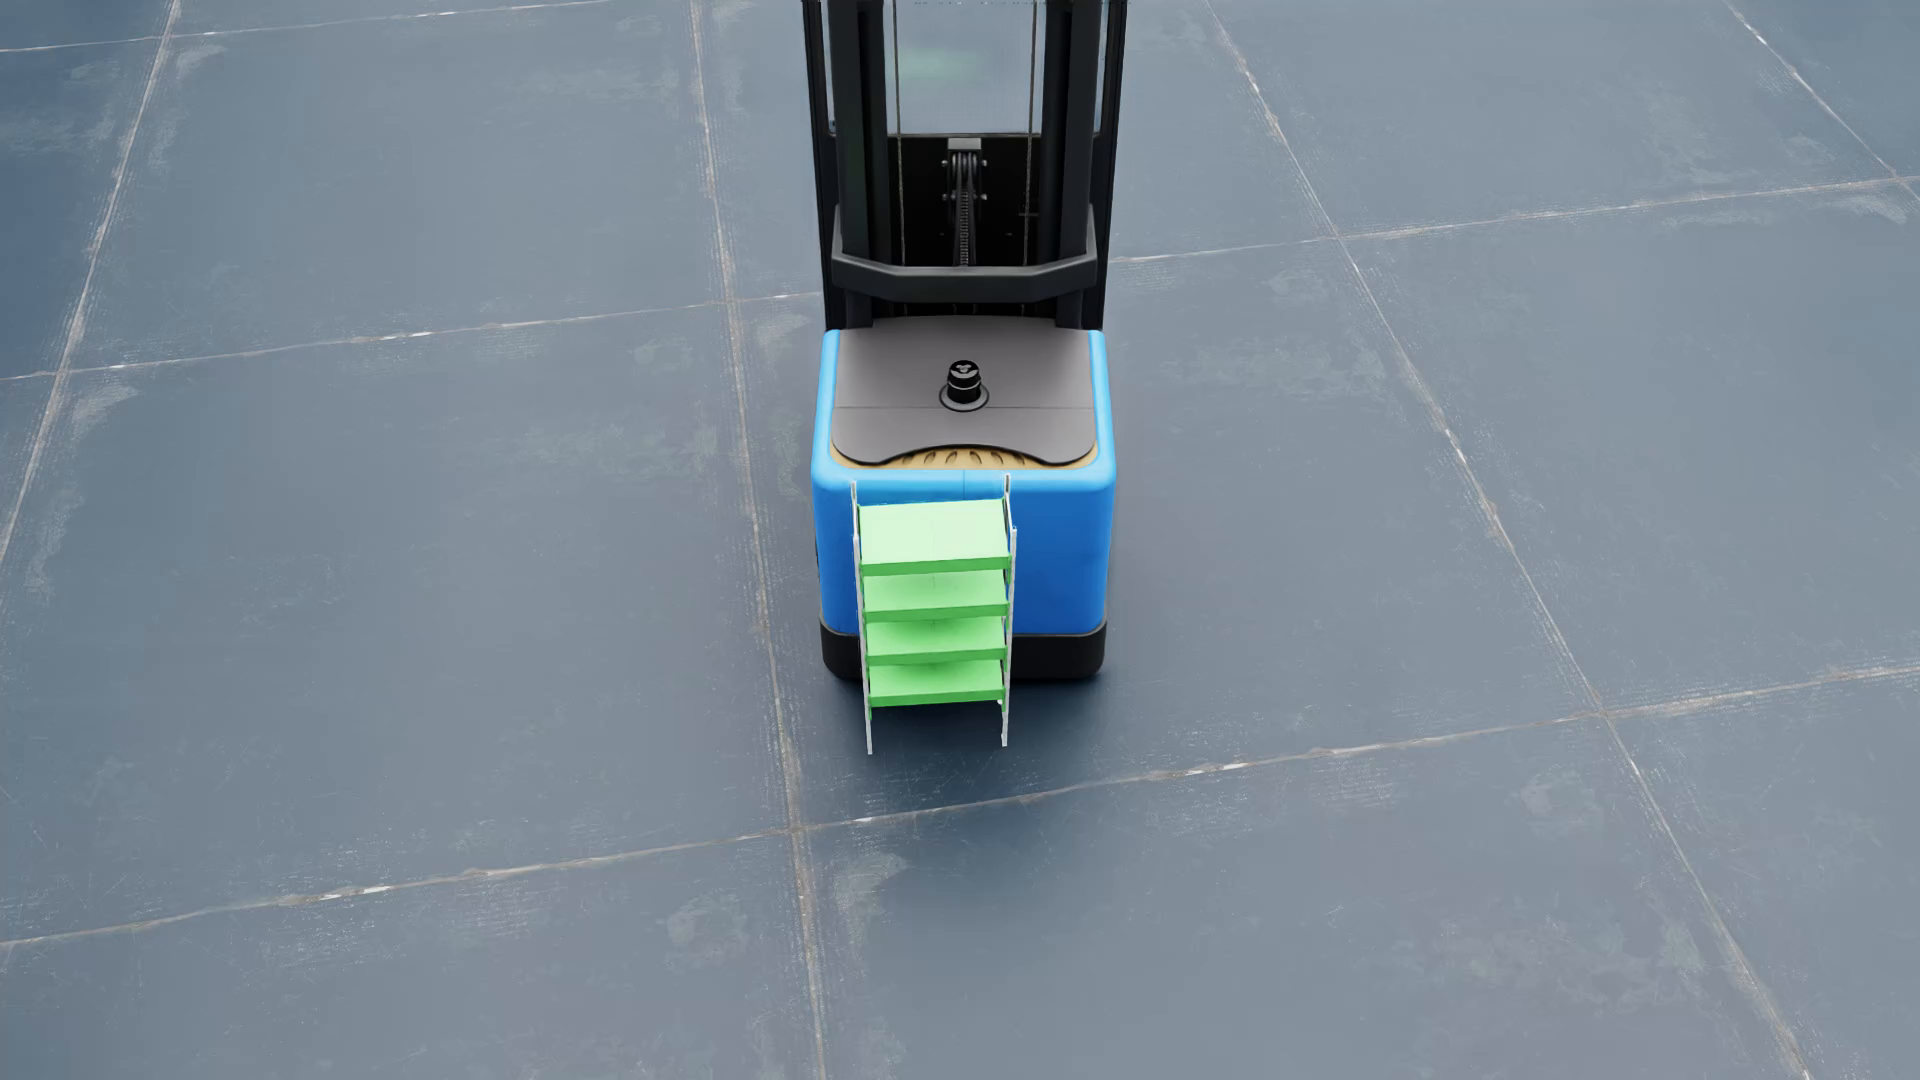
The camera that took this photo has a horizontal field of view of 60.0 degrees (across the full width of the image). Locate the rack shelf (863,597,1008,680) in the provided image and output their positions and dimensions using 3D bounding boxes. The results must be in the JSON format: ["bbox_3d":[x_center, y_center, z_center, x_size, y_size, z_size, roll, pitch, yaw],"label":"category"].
[{"bbox_3d":[-0.088,0.323,5.683,0.480,0.148,0.258,-3,50,-3],"label":"rack shelf"}]

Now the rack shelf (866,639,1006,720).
[{"bbox_3d":[-0.089,0.478,5.866,0.480,0.148,0.258,-3,50,-3],"label":"rack shelf"}]

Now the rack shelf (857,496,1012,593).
[{"bbox_3d":[-0.086,0.013,5.317,0.480,0.148,0.258,-3,50,-3],"label":"rack shelf"}]

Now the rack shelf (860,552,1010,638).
[{"bbox_3d":[-0.087,0.168,5.500,0.480,0.148,0.258,-3,50,-3],"label":"rack shelf"}]

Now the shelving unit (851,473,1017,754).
[{"bbox_3d":[-0.087,0.282,5.634,0.503,1.200,0.258,-3,50,-3],"label":"shelving unit"}]

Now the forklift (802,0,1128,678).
[{"bbox_3d":[0.017,-1.546,6.204,1.130,2.935,3.031,0,46,0],"label":"forklift"}]

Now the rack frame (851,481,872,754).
[{"bbox_3d":[-0.331,0.295,5.622,0.015,1.200,0.240,-3,50,-3],"label":"rack frame"}]

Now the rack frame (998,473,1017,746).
[{"bbox_3d":[0.156,0.268,5.647,0.015,1.200,0.240,-3,50,-3],"label":"rack frame"}]
